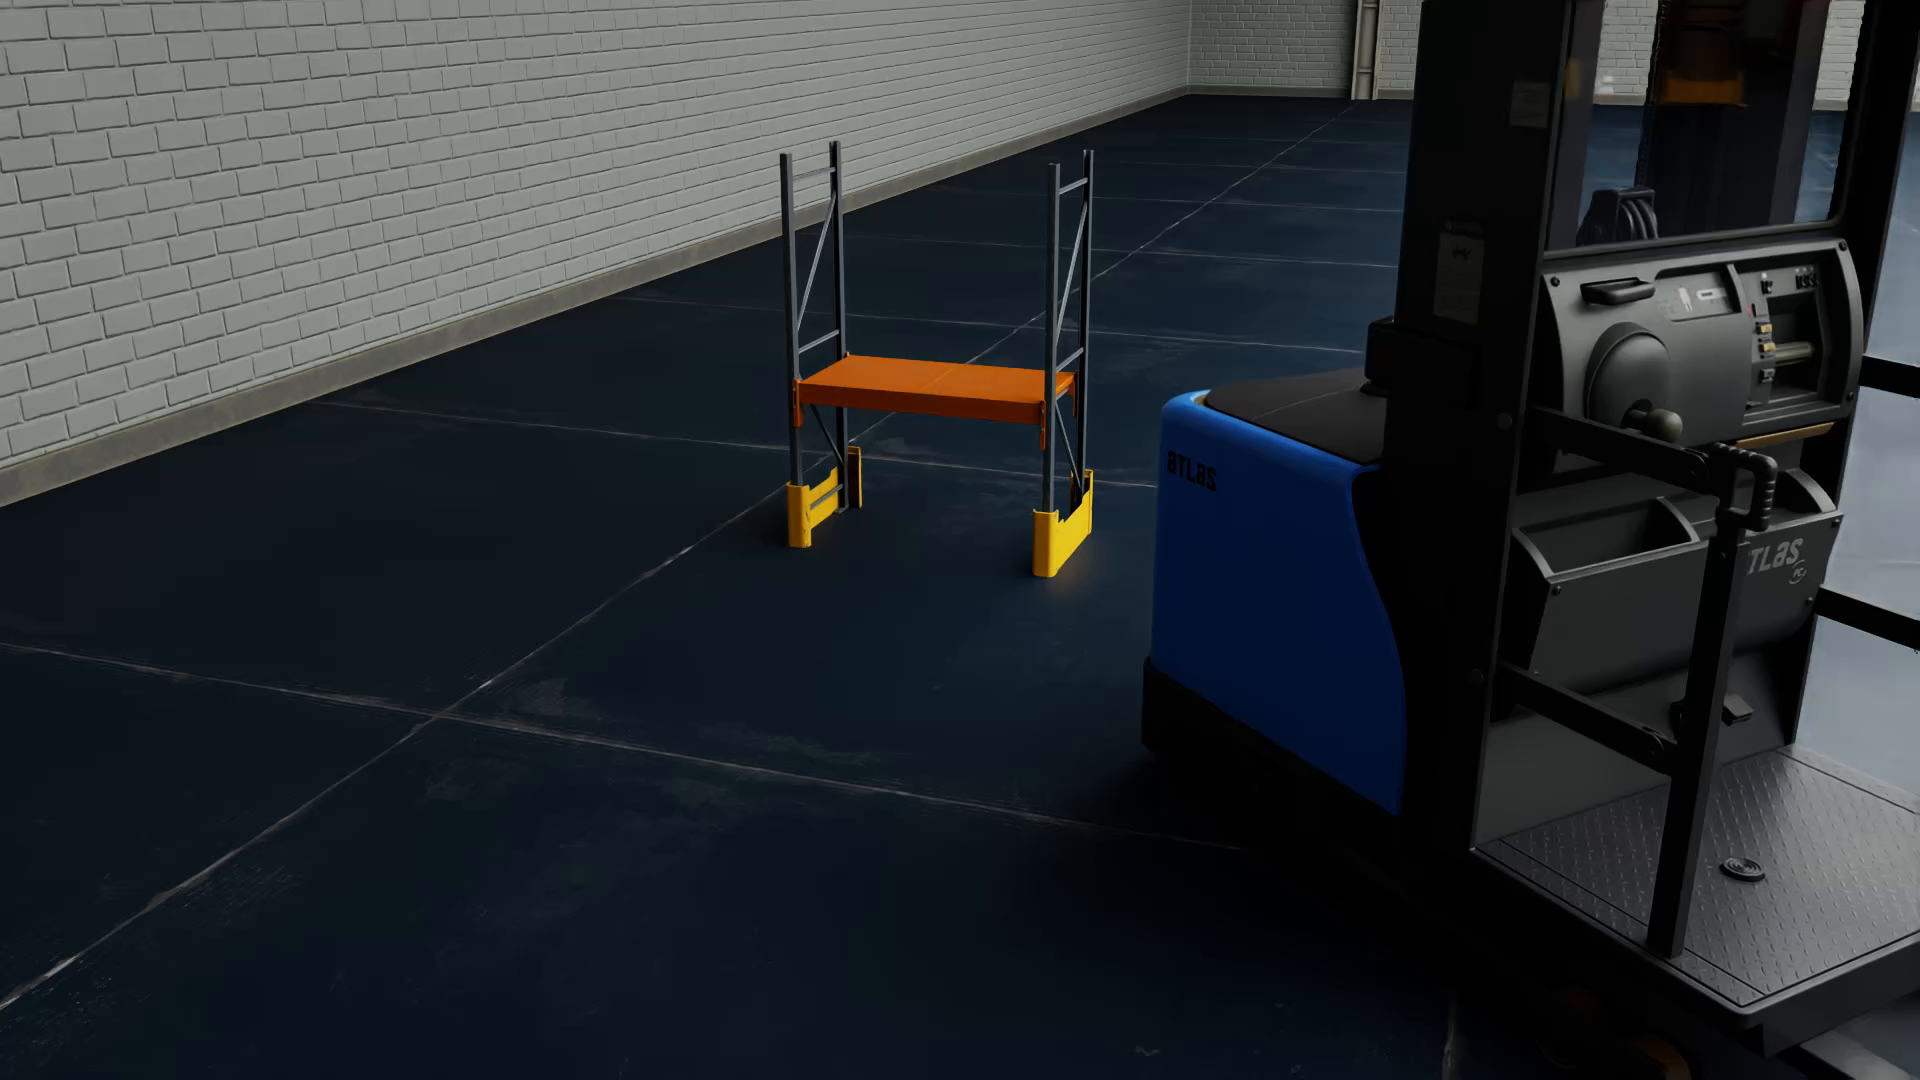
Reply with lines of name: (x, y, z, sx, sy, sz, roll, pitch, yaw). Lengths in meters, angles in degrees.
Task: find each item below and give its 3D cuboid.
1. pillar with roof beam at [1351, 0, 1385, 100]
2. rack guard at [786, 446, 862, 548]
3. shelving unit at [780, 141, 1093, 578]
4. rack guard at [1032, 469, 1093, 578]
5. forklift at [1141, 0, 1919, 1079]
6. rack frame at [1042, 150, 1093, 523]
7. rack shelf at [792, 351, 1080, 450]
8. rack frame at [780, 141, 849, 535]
pillar with roof beam: (5.270, -10.207, 22.187, 0.400, 9.000, 9.100, 7, 20, 18)
rack guard: (-0.542, -0.180, 6.713, 0.087, 0.250, 0.587, 7, 20, 18)
shelving unit: (-0.072, -0.716, 6.353, 1.083, 1.500, 0.587, 7, 20, 18)
rack guard: (0.398, -0.072, 6.404, 0.087, 0.250, 0.587, 7, 20, 18)
forklift: (1.664, -0.406, 3.288, 1.130, 2.935, 3.031, -10, 22, -27)
rack frame: (0.400, -0.663, 6.198, 0.032, 1.500, 0.500, 7, 20, 18)
rack shelf: (-0.081, -0.548, 6.415, 1.000, 0.185, 0.538, 7, 20, 18)
rack frame: (-0.561, -0.772, 6.513, 0.032, 1.500, 0.500, 7, 20, 18)
